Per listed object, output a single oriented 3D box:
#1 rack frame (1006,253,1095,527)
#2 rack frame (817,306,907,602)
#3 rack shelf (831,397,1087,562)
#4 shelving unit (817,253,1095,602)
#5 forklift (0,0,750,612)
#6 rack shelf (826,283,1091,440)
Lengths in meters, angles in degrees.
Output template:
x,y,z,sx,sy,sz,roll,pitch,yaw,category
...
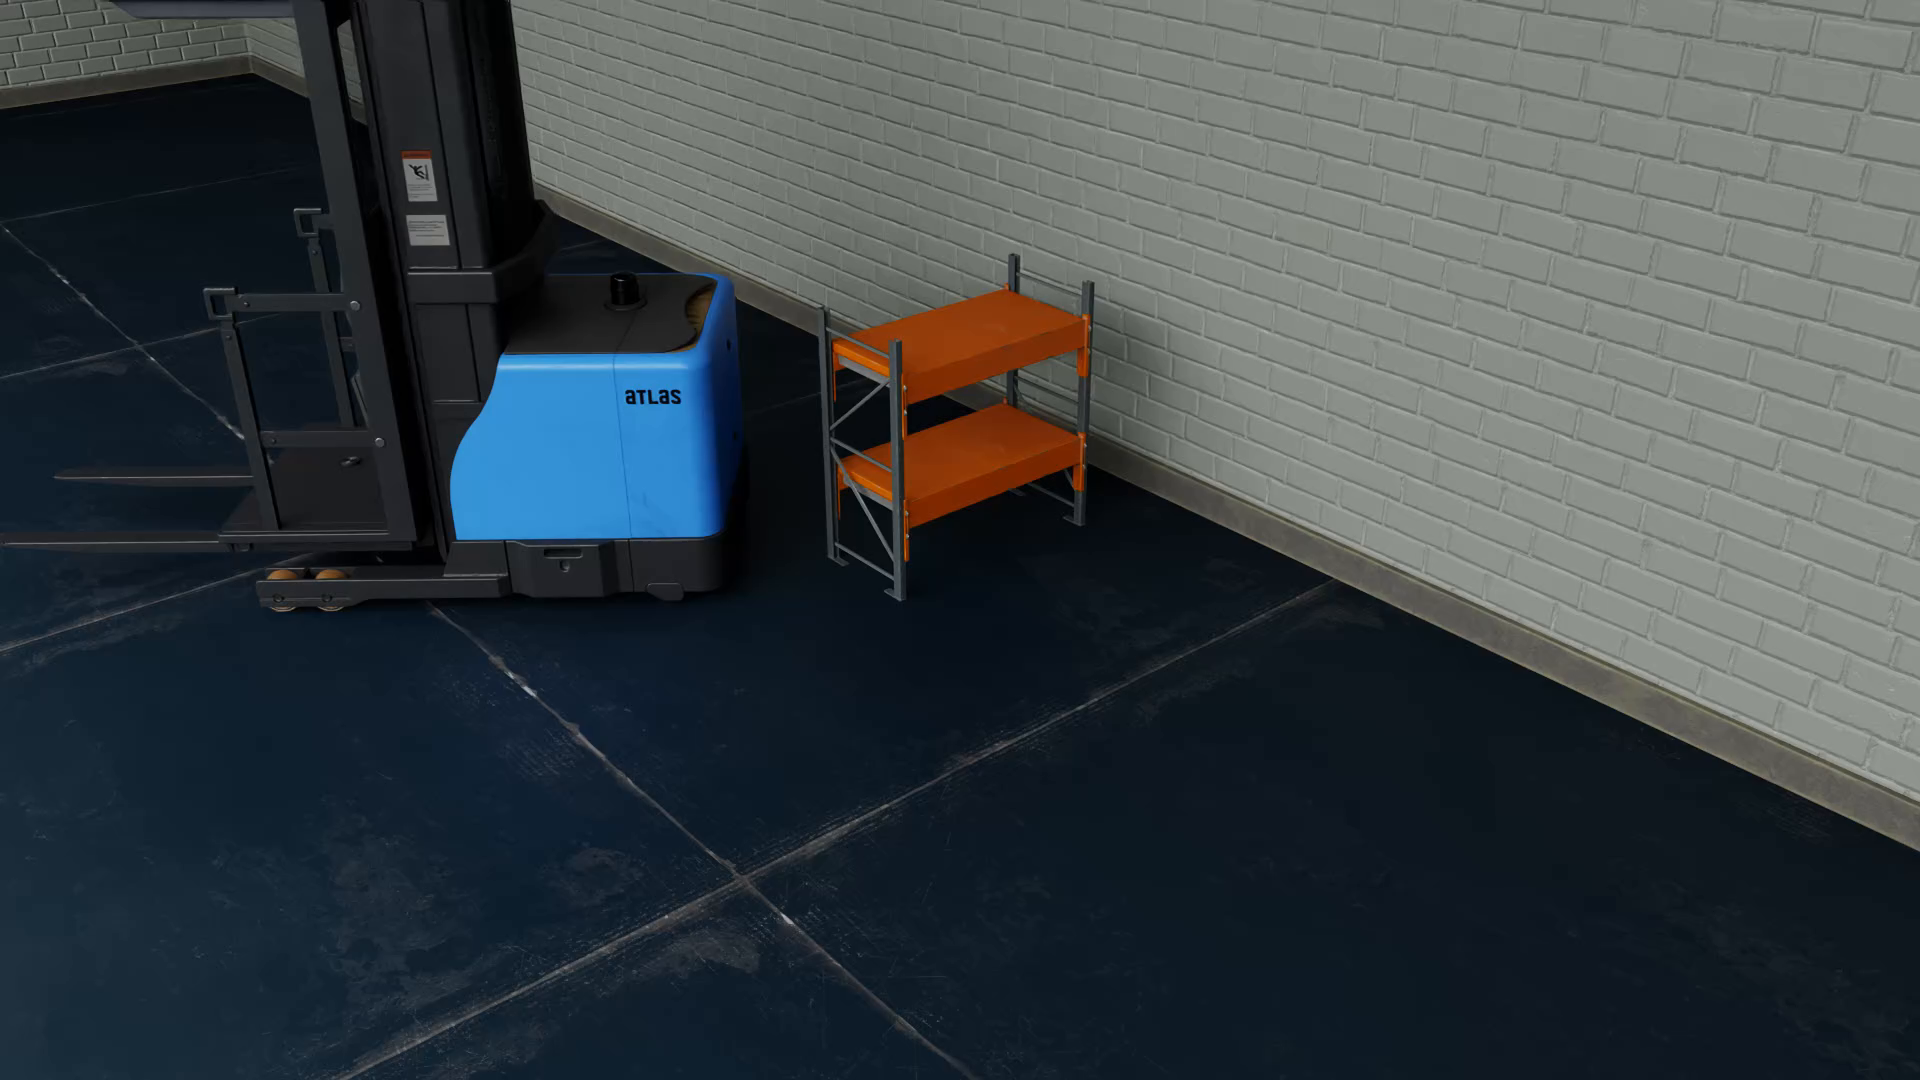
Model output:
x,y,z,sx,sy,sz,roll,pitch,yaw,category
0.382,-0.650,7.272,0.032,1.125,0.500,-22,35,-35,rack frame
-0.392,-0.339,6.690,0.032,1.125,0.500,-22,35,-35,rack frame
-0.005,-0.278,7.096,1.000,0.278,0.538,-22,35,-35,rack shelf
-0.005,-0.494,6.981,1.048,1.125,0.538,-22,35,-35,shelving unit
-2.457,-1.255,6.489,3.031,2.935,1.130,-1,28,-1,forklift
-0.005,-0.752,6.843,1.000,0.278,0.538,-22,35,-35,rack shelf
